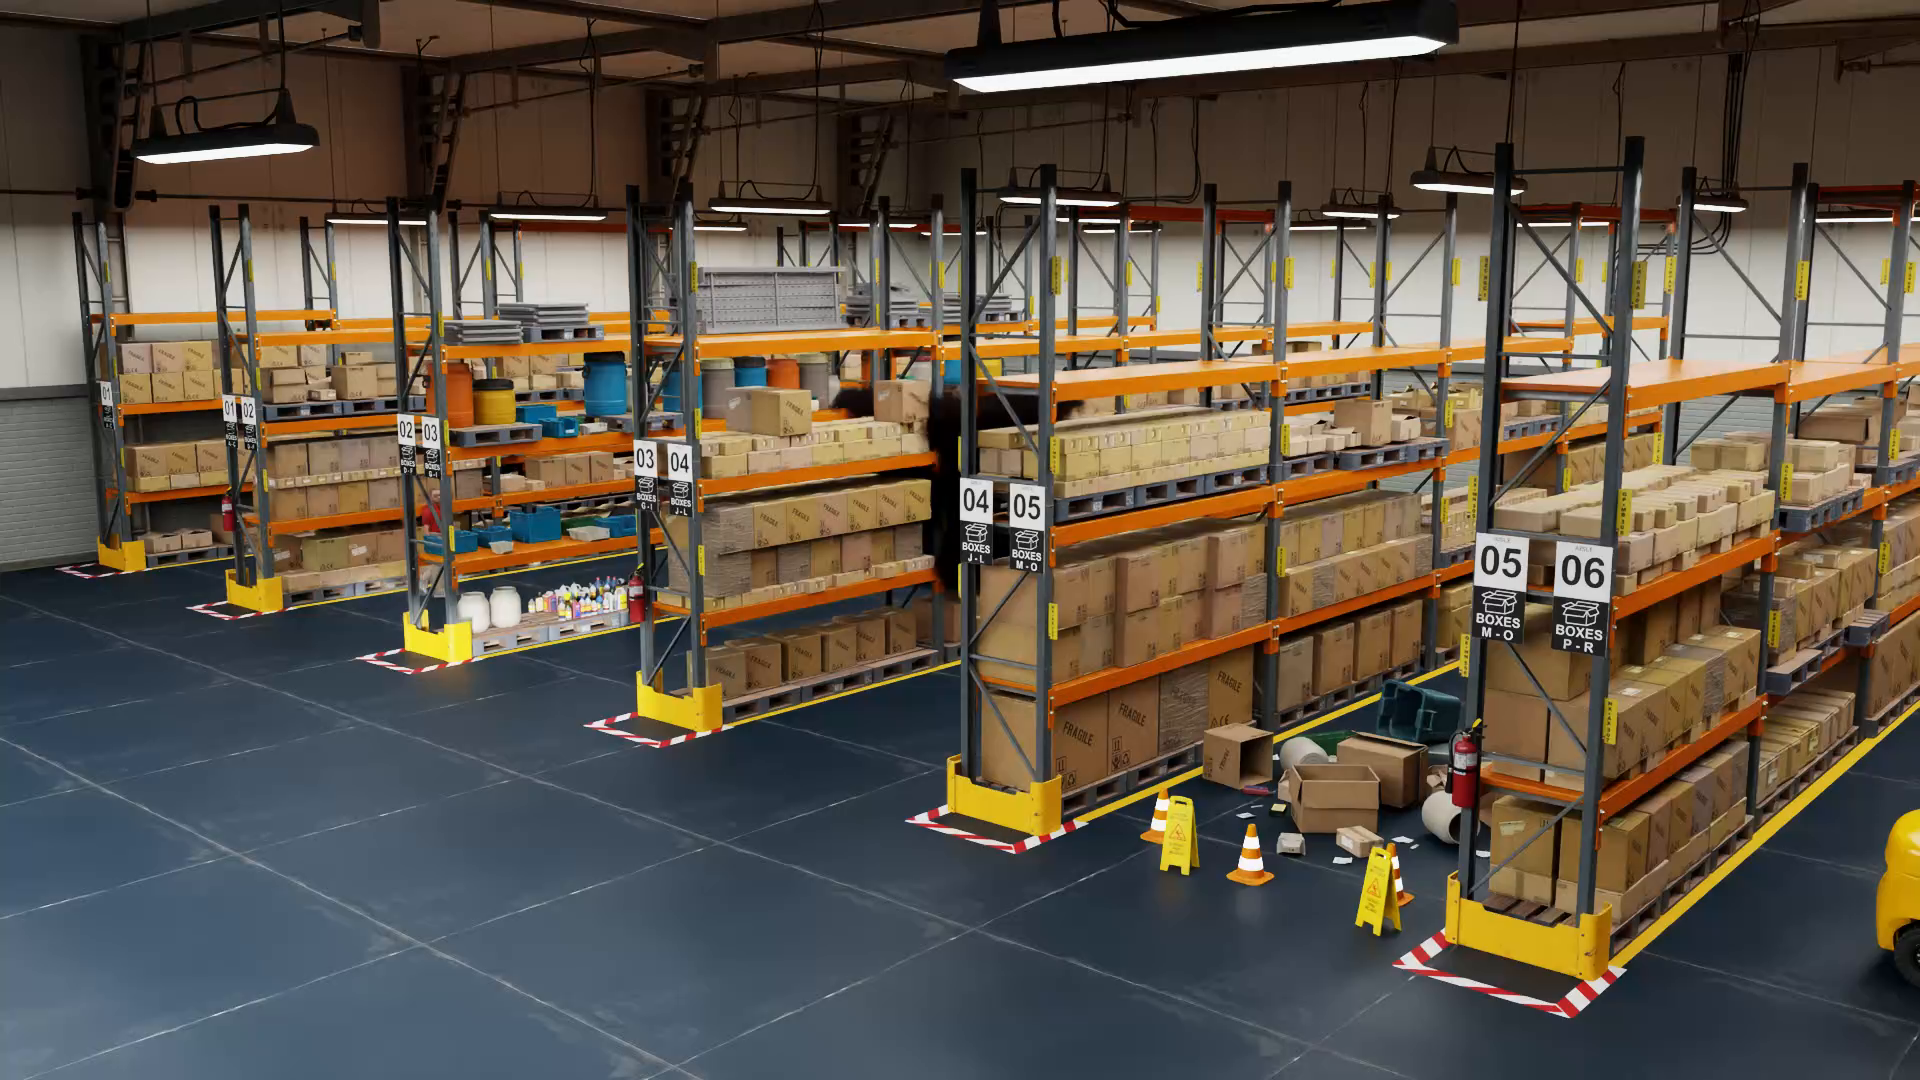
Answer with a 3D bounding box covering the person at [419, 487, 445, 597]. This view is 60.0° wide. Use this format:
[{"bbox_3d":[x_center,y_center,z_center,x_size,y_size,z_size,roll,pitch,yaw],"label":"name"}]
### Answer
[{"bbox_3d":[-8.171,0.033,25.776,0.551,1.719,0.517,-3,10,-18],"label":"person"}]
